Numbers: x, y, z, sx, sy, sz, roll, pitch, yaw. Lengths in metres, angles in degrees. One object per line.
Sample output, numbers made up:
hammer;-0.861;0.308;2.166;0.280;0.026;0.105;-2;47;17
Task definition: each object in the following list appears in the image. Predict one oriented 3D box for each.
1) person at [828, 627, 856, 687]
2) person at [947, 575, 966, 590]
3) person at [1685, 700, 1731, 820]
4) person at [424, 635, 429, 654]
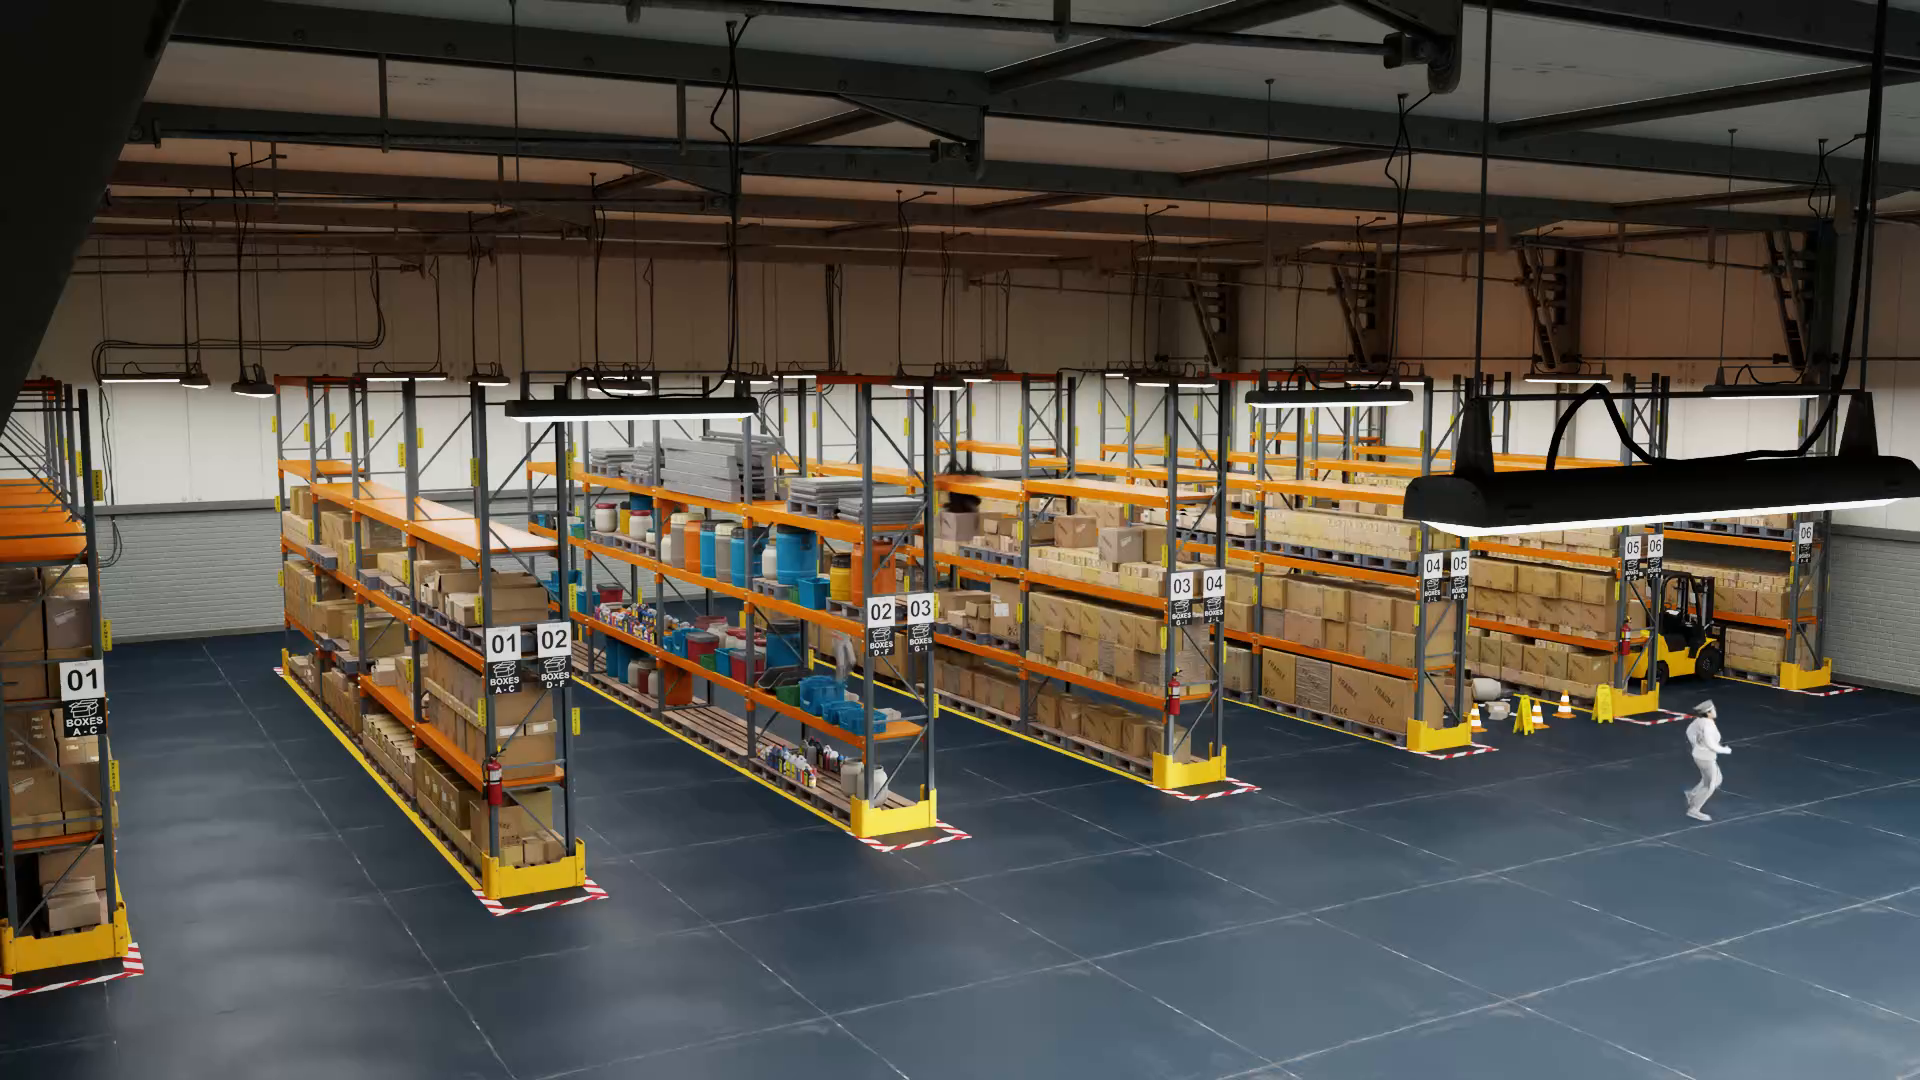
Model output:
person;-2.135;1.910;30.381;0.539;1.648;0.528;-4;7;-31
person;-0.035;0.876;42.046;0.772;1.821;0.663;1;6;5
person;10.284;3.007;22.837;0.526;1.668;0.668;1;6;10
person;-10.945;1.821;33.639;0.669;1.704;1.012;-4;8;-35
